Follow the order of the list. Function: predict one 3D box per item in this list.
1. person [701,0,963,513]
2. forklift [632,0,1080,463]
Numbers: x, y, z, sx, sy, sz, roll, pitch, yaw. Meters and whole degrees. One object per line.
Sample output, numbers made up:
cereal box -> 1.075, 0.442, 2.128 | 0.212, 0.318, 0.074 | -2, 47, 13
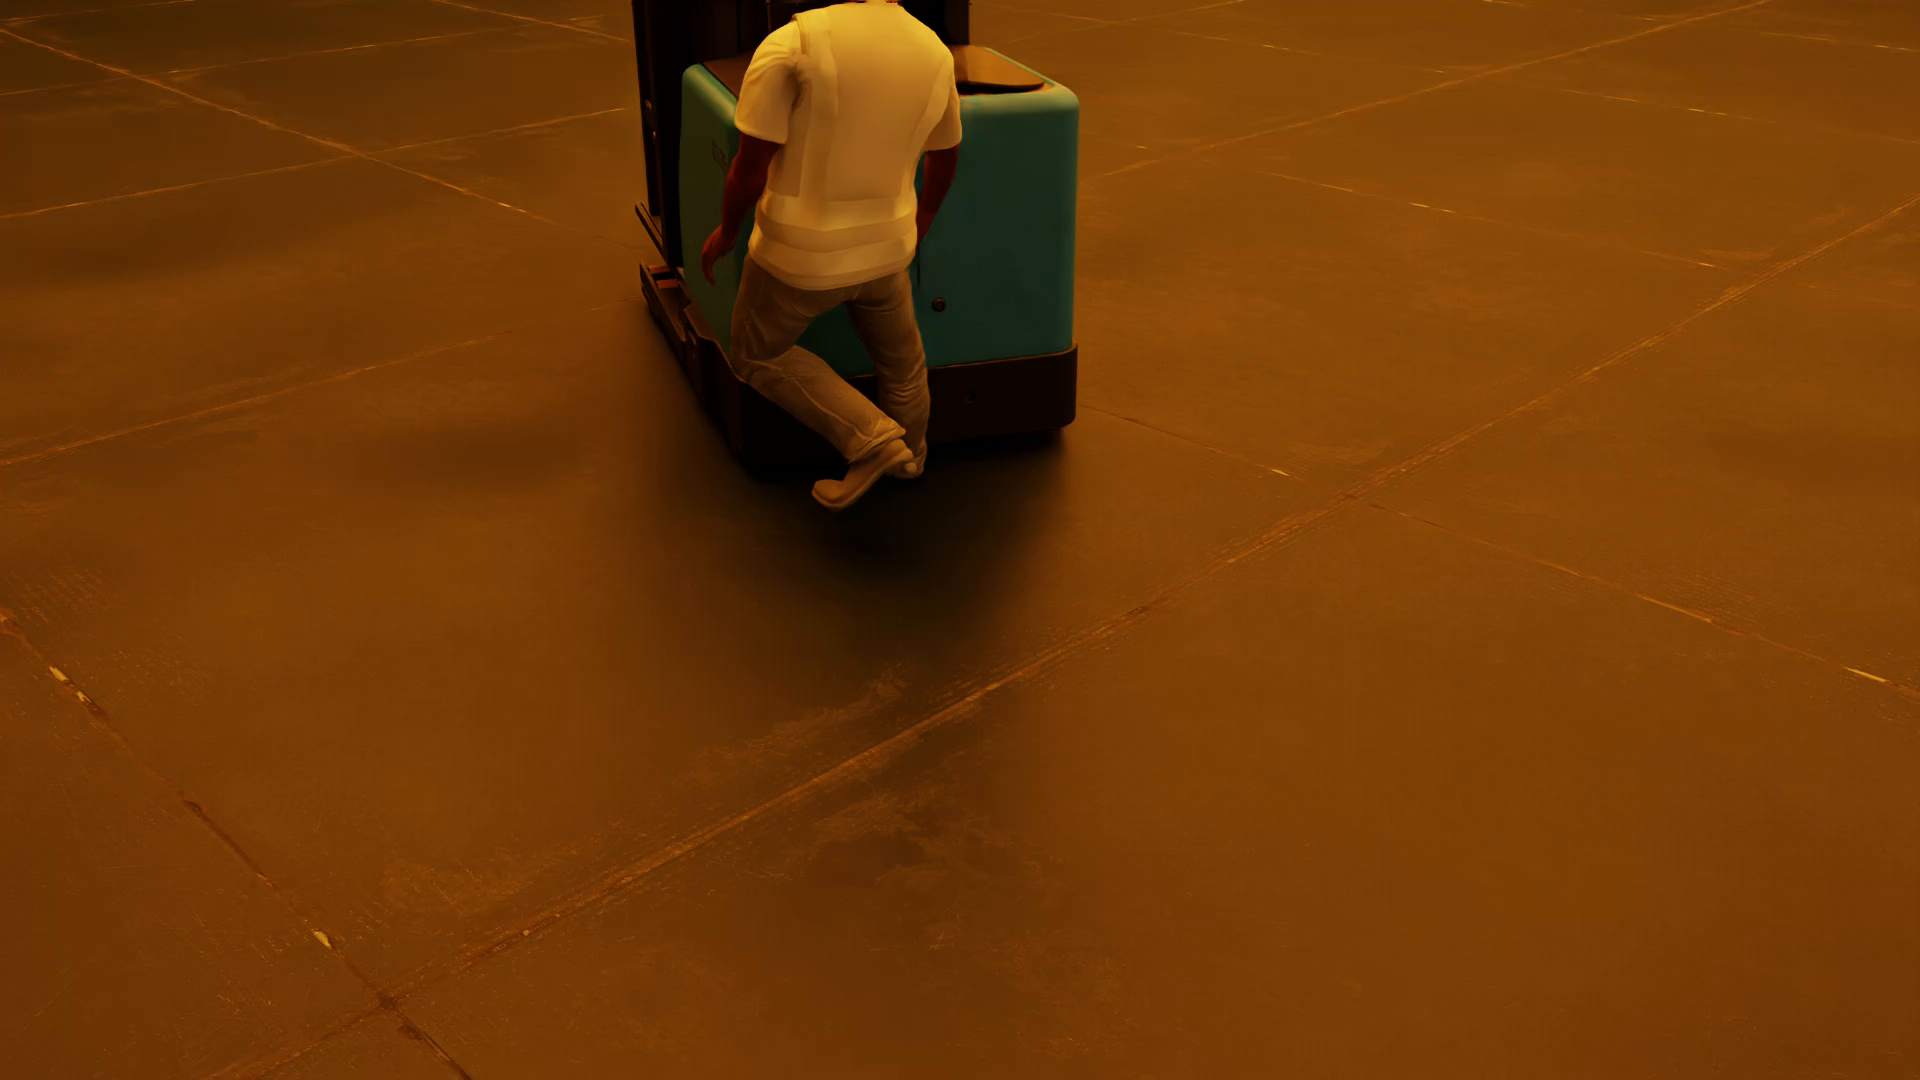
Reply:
person -> -0.350, -0.831, 4.346 | 0.755, 1.679, 0.732 | -16, 30, -29
forklift -> -0.585, -2.166, 5.631 | 1.130, 2.935, 3.031 | -8, 27, -16
